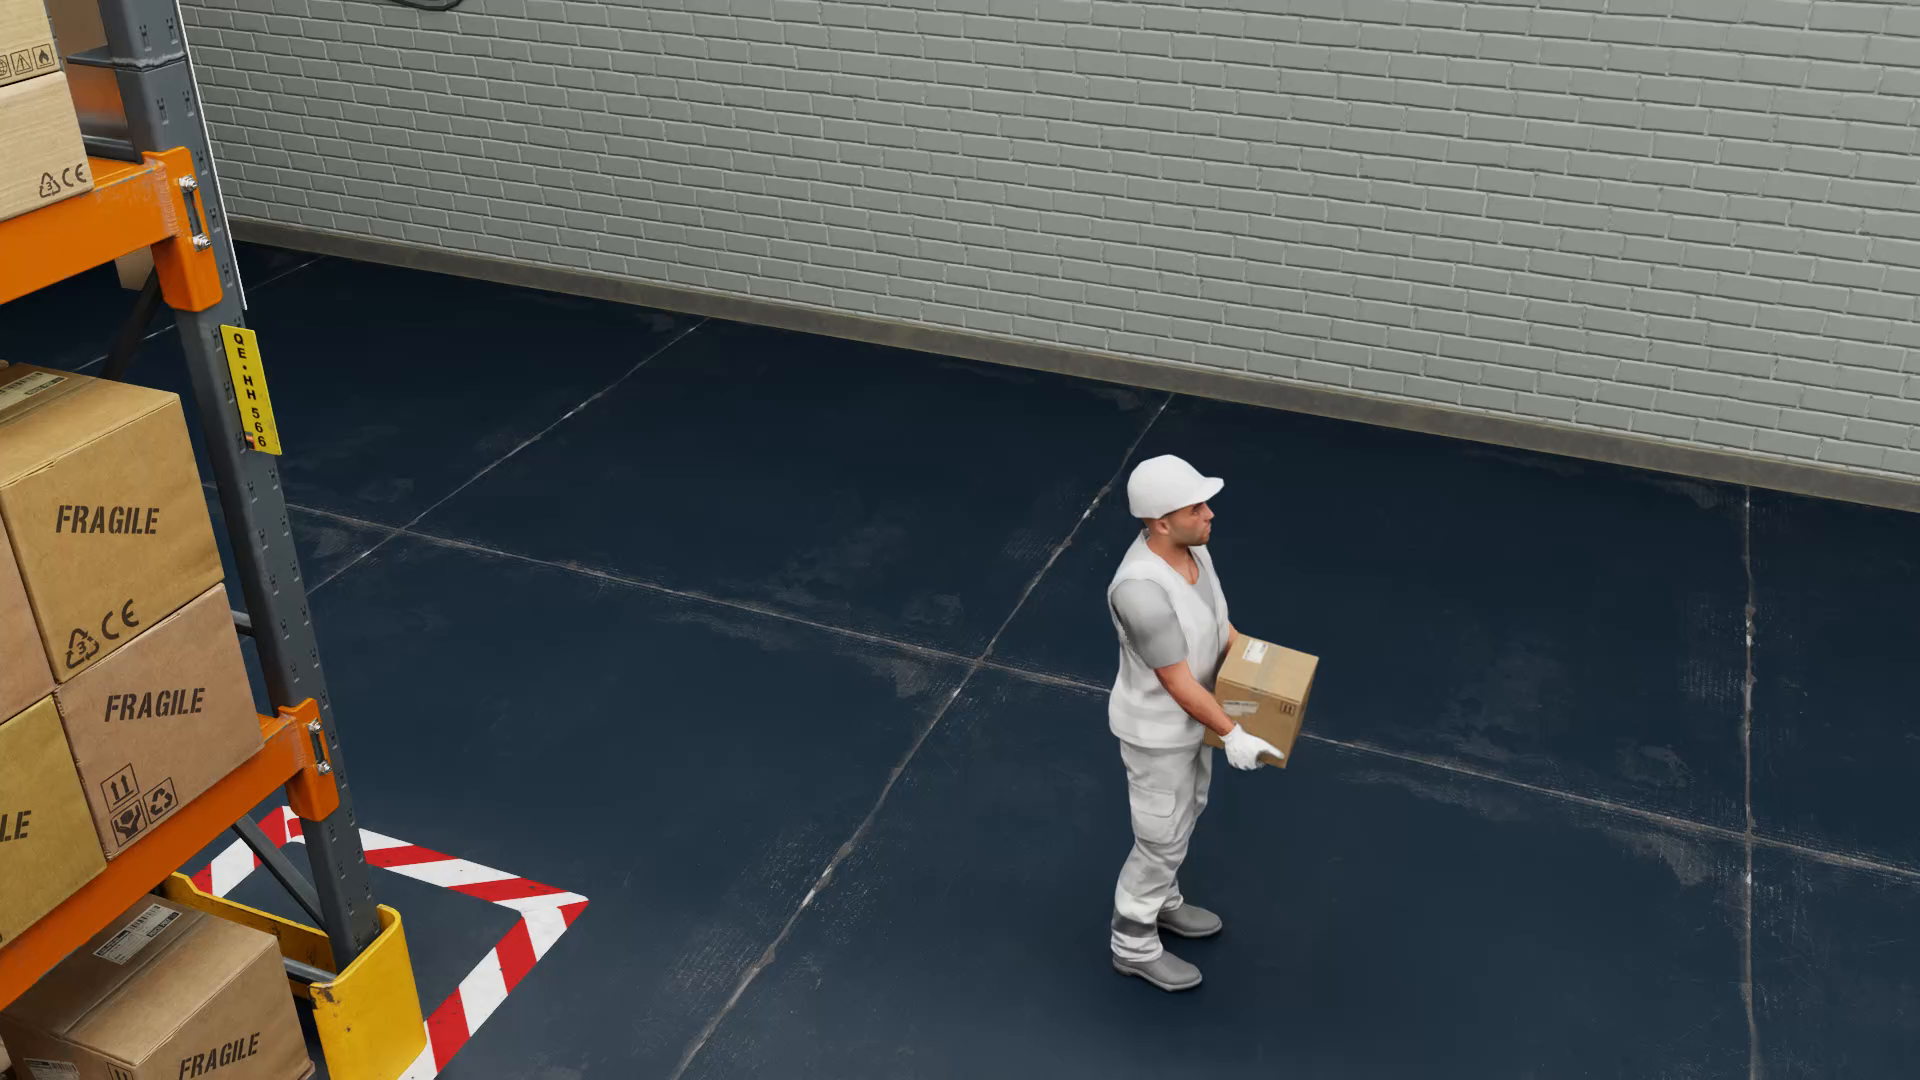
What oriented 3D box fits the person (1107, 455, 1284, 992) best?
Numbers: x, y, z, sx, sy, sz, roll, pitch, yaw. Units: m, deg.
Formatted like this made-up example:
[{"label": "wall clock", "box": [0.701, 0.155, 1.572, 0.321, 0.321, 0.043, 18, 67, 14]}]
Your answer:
[{"label": "person", "box": [0.736, 0.580, 5.076, 0.564, 1.786, 0.505, 11, 31, 19]}]
